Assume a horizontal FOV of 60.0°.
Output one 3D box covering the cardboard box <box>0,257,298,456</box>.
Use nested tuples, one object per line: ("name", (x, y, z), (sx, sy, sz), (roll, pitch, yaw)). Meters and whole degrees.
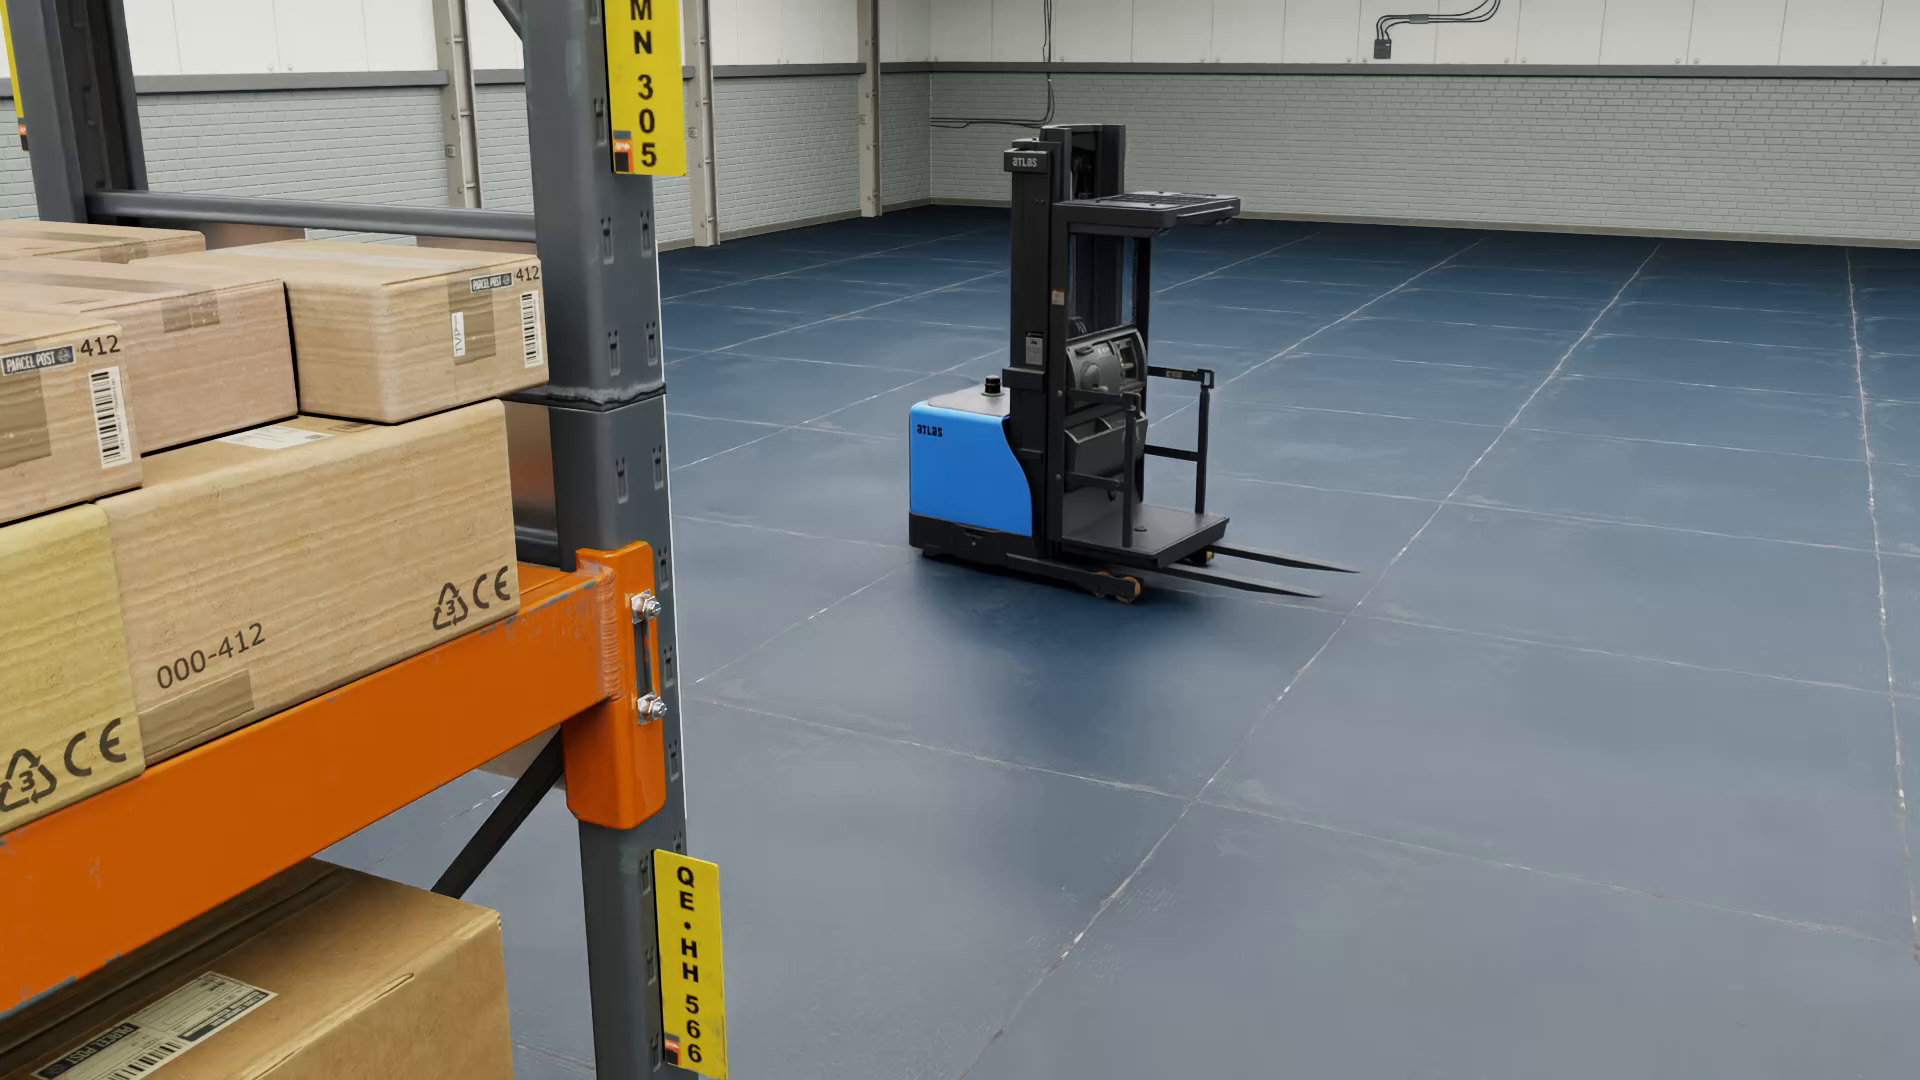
("cardboard box", (-0.915, -0.191, 1.694), (0.380, 0.149, 0.250), (7, 18, 24))

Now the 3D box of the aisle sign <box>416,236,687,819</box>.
("aisle sign", (-0.553, -0.019, 2.256), (0.394, 0.787, 0.004), (8, 18, 25))

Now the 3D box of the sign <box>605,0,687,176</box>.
("sign", (-0.361, -0.582, 1.893), (0.100, 0.325, 0.005), (8, 18, 25))

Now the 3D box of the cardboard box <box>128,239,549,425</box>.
("cardboard box", (-0.694, -0.242, 1.867), (0.380, 0.149, 0.250), (8, 18, 25))

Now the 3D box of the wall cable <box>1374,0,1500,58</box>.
("wall cable", (9.116, -12.142, 31.127), (2.305, 6.003, 0.169), (8, 18, 25))

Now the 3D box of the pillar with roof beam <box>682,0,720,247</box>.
("pillar with roof beam", (-0.699, -9.066, 26.742), (9.100, 9.000, 0.400), (8, 18, 25))

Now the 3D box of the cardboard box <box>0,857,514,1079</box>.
("cardboard box", (-0.873, 0.706, 1.925), (0.500, 0.500, 0.500), (8, 18, 25))

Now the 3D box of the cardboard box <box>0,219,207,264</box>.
("cardboard box", (-1.179, -0.312, 2.102), (0.380, 0.149, 0.250), (8, 18, 25))

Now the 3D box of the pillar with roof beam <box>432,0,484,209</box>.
("pillar with roof beam", (-3.380, -7.537, 21.596), (9.100, 9.000, 0.400), (8, 18, 25))

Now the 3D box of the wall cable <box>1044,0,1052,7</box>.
("wall cable", (3.051, -12.312, 34.256), (3.097, 2.526, 0.112), (8, 18, 25))

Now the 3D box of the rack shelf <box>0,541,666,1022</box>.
("rack shelf", (-1.742, 0.621, 0.661), (1.077, 0.370, 4.000), (8, 18, 25))

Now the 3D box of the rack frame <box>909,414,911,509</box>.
("rack frame", (-0.265, -0.453, 11.968), (0.240, 0.900, 0.006), (11, 20, 33))

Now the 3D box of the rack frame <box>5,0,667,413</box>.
("rack frame", (-0.849, -1.671, 1.847), (1.000, 3.000, 0.127), (8, 18, 25))

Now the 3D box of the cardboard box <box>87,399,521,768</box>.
("cardboard box", (-0.837, -0.007, 1.773), (0.500, 0.250, 0.500), (9, 19, 27))

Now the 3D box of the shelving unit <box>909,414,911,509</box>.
("shelving unit", (-0.208, -0.477, 12.048), (0.258, 0.900, 0.210), (11, 20, 33))

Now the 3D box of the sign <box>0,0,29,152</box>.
("sign", (-1.334, -0.722, 2.382), (0.100, 0.325, 0.005), (8, 18, 25))

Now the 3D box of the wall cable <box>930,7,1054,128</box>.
("wall cable", (0.631, -10.235, 36.133), (3.097, 2.526, 0.112), (8, 18, 25))

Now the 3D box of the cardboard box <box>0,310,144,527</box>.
("cardboard box", (-0.939, -0.107, 1.412), (0.380, 0.149, 0.250), (7, 18, 23))

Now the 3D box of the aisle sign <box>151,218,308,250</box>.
("aisle sign", (-1.089, -0.096, 2.513), (0.394, 0.787, 0.004), (8, 18, 25))

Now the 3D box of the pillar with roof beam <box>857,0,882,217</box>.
("pillar with roof beam", (1.982, -10.594, 31.887), (9.100, 9.000, 0.400), (8, 18, 25))

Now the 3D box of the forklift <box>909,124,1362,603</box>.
("forklift", (1.137, -1.174, 10.829), (3.031, 2.935, 1.130), (11, 20, 34))

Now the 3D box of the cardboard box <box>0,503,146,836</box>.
("cardboard box", (-1.057, 0.121, 1.344), (0.500, 0.250, 0.500), (8, 18, 26))

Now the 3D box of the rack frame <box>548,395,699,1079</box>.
("rack frame", (-0.849, 1.204, 2.701), (1.000, 3.000, 0.127), (8, 18, 25))
